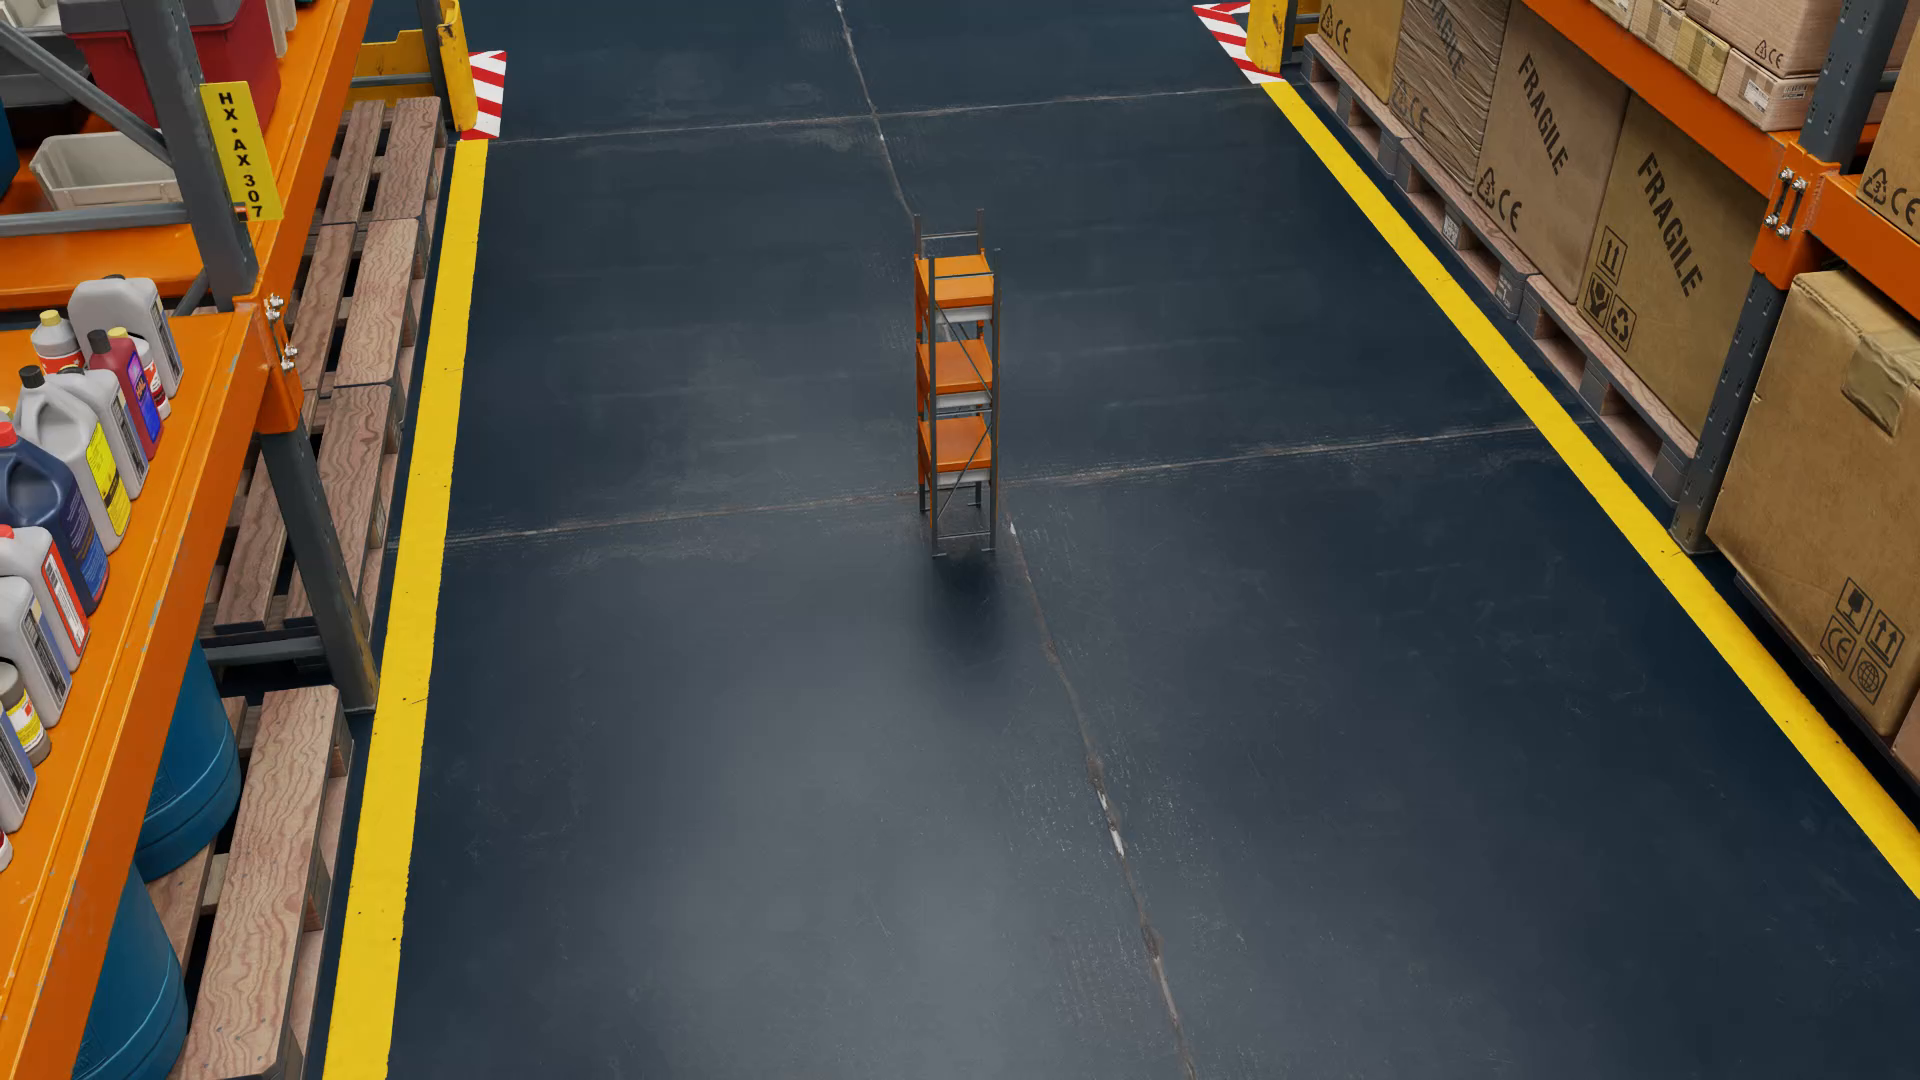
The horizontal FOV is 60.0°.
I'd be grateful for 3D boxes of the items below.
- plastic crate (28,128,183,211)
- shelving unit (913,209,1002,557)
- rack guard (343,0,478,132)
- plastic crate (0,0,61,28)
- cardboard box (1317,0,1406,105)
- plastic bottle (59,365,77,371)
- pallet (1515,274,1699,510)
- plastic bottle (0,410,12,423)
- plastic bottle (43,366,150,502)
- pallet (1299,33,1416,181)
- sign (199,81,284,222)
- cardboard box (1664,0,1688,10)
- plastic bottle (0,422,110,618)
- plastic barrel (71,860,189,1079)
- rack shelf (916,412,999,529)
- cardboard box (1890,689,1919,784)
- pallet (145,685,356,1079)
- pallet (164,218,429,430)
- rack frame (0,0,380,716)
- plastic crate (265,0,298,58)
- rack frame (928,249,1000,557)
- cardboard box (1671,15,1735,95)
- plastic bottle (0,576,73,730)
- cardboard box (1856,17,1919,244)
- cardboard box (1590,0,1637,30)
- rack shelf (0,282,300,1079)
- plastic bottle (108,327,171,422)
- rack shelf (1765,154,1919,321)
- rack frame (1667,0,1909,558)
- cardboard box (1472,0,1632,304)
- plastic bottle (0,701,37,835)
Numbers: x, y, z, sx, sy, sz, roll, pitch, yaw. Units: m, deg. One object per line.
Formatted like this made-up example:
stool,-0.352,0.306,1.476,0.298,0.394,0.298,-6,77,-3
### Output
plastic crate,-2.070,-0.904,4.135,0.396,0.136,0.243,-6,38,-8
shelving unit,-0.009,-0.447,4.970,0.215,1.050,0.252,-6,38,-8
rack guard,-2.848,-2.130,7.585,1.175,0.500,0.348,-6,38,-8
plastic crate,-2.731,-1.627,5.066,0.293,0.136,0.466,-6,38,-8
cardboard box,2.236,-2.586,7.523,0.875,0.875,0.875,-6,38,-8
plastic bottle,-1.731,-0.253,3.292,0.097,0.201,0.097,0,38,0
pallet,2.690,-0.588,5.834,1.003,0.211,1.213,-6,38,-8
plastic bottle,-1.788,-0.133,3.017,0.144,0.351,0.185,-6,38,-8
plastic bottle,-1.678,-0.216,3.184,0.152,0.276,0.135,-6,38,-8
pallet,2.263,-2.061,7.731,1.003,0.211,1.213,-6,38,-8
sign,-1.588,-0.856,3.681,0.100,0.325,0.005,-6,38,-8
cardboard box,2.318,-1.830,5.041,0.500,0.250,0.500,-5,38,-7
plastic bottle,-1.614,-0.037,2.893,0.144,0.351,0.185,-6,38,-8
plastic barrel,-1.927,0.732,3.230,0.600,0.901,0.708,-6,38,-8
rack shelf,-0.009,-0.219,5.147,0.215,0.259,0.240,-6,38,-8
cardboard box,3.036,0.376,3.711,1.225,0.875,0.875,-7,38,-10
pallet,-2.035,0.883,3.941,1.003,0.211,1.213,-6,38,-8
pallet,-2.514,-0.766,6.063,1.003,0.211,1.213,-6,38,-8
rack frame,-2.129,-0.688,3.691,1.000,3.000,0.127,-6,38,-8
plastic crate,-2.216,-1.607,4.922,0.437,0.282,0.530,-6,38,-8
rack frame,0.012,-0.373,4.875,0.200,1.050,0.008,-6,38,-8
cardboard box,2.325,-1.427,4.846,0.380,0.149,0.250,-6,38,-7
plastic bottle,-1.566,0.170,2.687,0.152,0.276,0.135,-6,38,-8
cardboard box,2.581,-0.956,3.954,0.500,0.500,0.500,-6,38,-8
cardboard box,2.236,-1.737,5.245,0.380,0.149,0.250,-6,38,-7
rack shelf,-1.779,0.804,2.357,1.077,0.370,4.000,-6,38,-8
plastic bottle,-1.695,-0.340,3.404,0.097,0.201,0.097,0,38,0
rack shelf,3.097,0.271,3.043,1.077,0.370,4.000,-6,38,-8
rack frame,2.747,-1.221,4.377,1.000,3.000,0.127,-6,38,-8
cardboard box,2.552,-1.499,6.124,0.875,0.875,0.875,-6,38,-8
plastic bottle,-1.525,0.310,2.507,0.152,0.276,0.135,-6,38,-8
